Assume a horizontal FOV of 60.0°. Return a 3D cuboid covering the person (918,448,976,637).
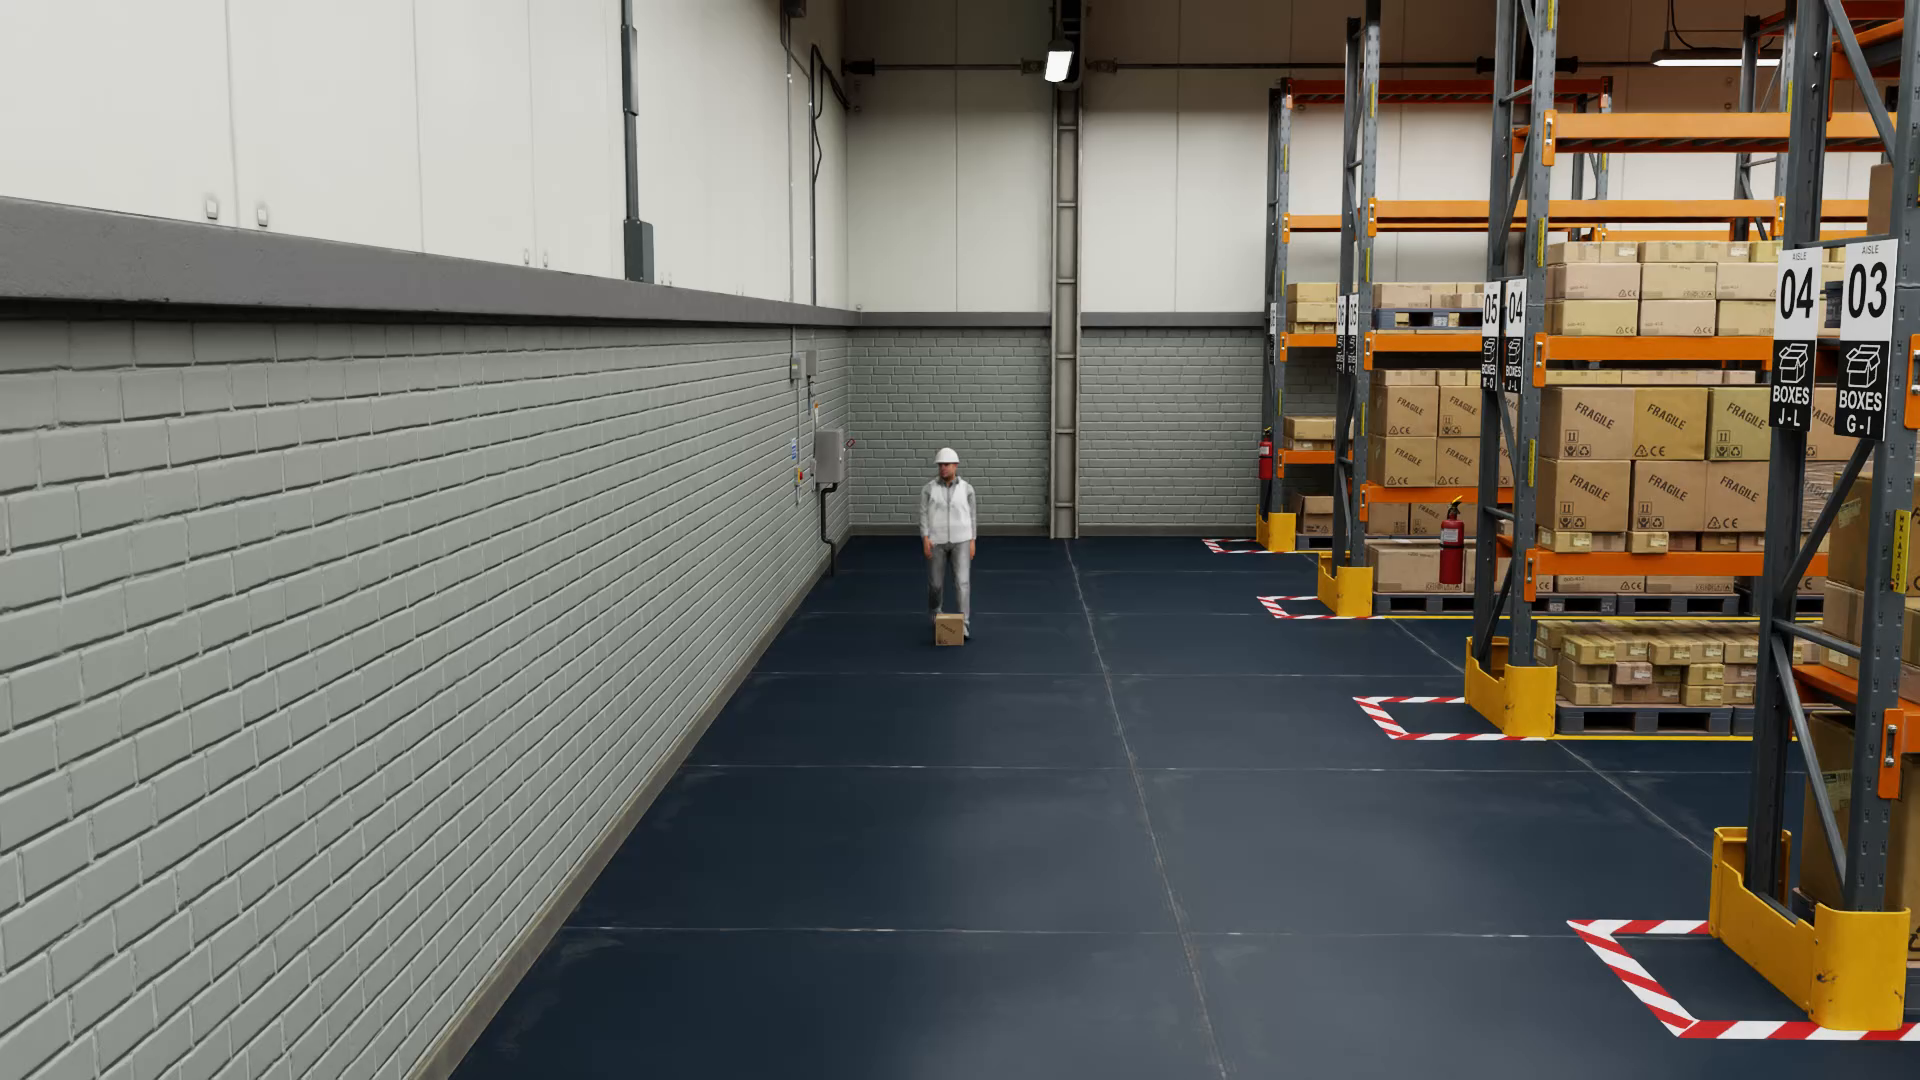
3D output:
[{"bbox_3d":[-0.115,0.015,15.618,0.549,1.747,0.844,0,7,-3],"label":"person"}]
